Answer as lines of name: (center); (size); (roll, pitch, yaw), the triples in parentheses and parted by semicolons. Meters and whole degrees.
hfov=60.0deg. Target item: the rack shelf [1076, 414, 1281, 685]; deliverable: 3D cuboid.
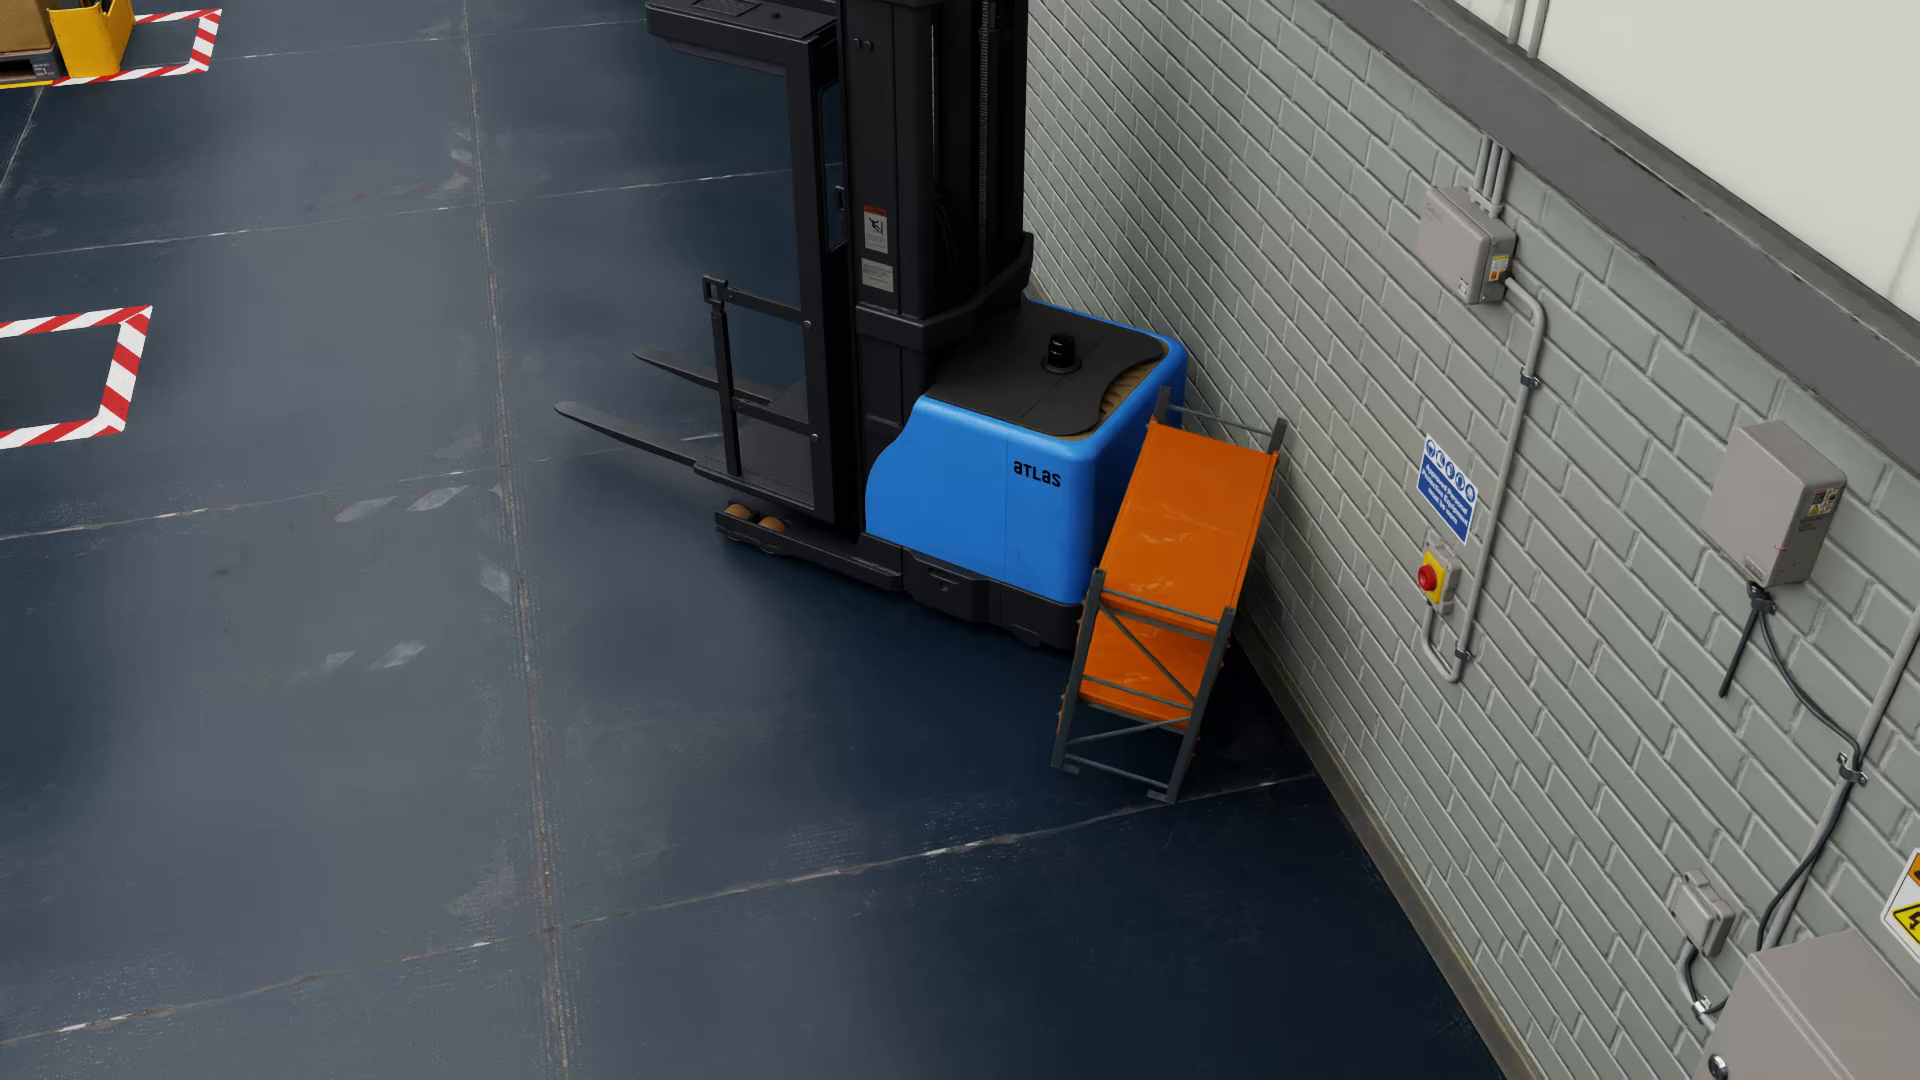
rack shelf: (0.824, 0.014, 6.174); (0.538, 0.278, 1.000); (16, 47, 9)

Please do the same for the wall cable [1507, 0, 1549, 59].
wall cable: (1.475, -2.559, 3.689); (0.029, 3.000, 0.463); (-9, 38, -12)

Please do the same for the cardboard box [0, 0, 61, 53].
cardboard box: (-7.124, -4.097, 12.041); (0.875, 0.875, 0.875); (-9, 38, -12)

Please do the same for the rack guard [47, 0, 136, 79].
rack guard: (-6.504, -3.934, 12.481); (0.348, 0.500, 1.175); (-9, 38, -12)

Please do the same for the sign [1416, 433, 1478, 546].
sign: (1.541, -0.162, 5.271); (0.001, 0.218, 0.327); (-9, 38, -12)

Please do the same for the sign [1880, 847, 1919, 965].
sign: (2.087, 0.845, 3.497); (0.001, 0.242, 0.339); (-9, 38, -12)

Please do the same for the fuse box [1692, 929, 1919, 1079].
fuse box: (1.901, 1.750, 4.054); (0.414, 1.711, 0.539); (-9, 38, -12)

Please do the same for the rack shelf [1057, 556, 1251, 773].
rack shelf: (0.776, 0.381, 6.563); (0.538, 0.278, 1.000); (16, 47, 9)

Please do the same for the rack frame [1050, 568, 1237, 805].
rack frame: (0.643, 0.557, 6.044); (0.500, 1.125, 0.032); (16, 47, 9)

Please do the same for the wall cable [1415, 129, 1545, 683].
wall cable: (1.494, -0.433, 4.985); (0.123, 1.953, 0.585); (-9, 38, -12)

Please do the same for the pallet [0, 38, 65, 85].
pallet: (-7.278, -3.643, 12.338); (1.213, 0.211, 1.003); (-9, 38, -12)

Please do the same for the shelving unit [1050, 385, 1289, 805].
shelving unit: (0.798, 0.214, 6.386); (0.538, 1.125, 1.048); (16, 47, 9)

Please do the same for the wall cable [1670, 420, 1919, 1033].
wall cable: (1.875, 0.410, 3.909); (0.122, 1.984, 0.588); (-9, 38, -12)

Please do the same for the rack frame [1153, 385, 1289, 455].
rack frame: (0.953, -0.129, 6.728); (0.500, 1.125, 0.032); (16, 47, 9)

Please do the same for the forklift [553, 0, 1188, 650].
forklift: (-0.544, -1.357, 7.112); (3.031, 2.935, 1.130); (20, 42, 24)

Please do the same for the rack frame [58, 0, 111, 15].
rack frame: (-6.527, -4.923, 11.717); (0.127, 3.000, 1.000); (-9, 38, -12)
